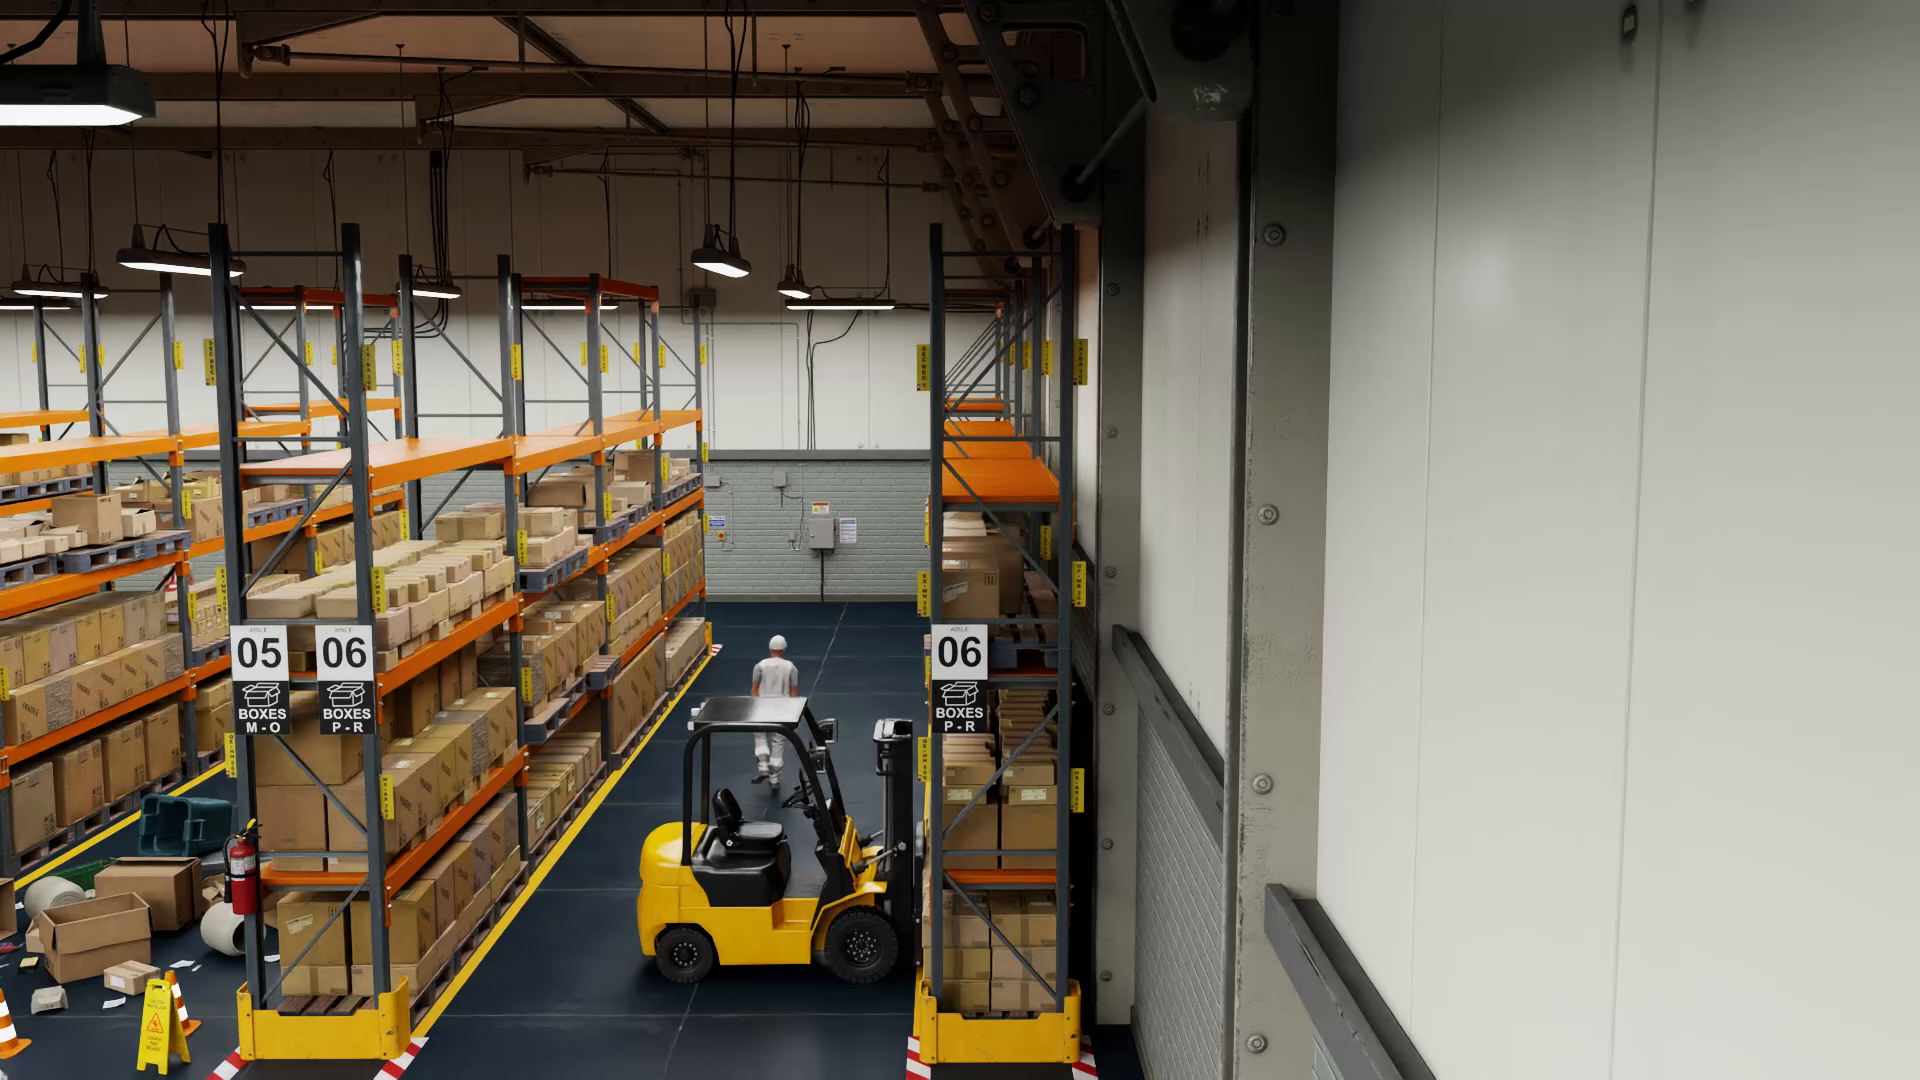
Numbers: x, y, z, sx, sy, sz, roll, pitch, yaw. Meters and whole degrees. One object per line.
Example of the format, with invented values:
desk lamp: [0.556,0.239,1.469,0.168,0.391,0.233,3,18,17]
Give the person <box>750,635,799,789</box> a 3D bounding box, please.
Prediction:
person: [-2.179,2.006,19.440,0.593,1.785,0.461,0,7,-3]

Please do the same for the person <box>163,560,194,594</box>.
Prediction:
person: [-13.510,0.934,28.693,0.544,1.797,0.598,6,9,43]

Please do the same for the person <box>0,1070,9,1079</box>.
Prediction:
person: [-5.577,3.267,9.415,0.825,1.626,0.478,-2,7,-18]
